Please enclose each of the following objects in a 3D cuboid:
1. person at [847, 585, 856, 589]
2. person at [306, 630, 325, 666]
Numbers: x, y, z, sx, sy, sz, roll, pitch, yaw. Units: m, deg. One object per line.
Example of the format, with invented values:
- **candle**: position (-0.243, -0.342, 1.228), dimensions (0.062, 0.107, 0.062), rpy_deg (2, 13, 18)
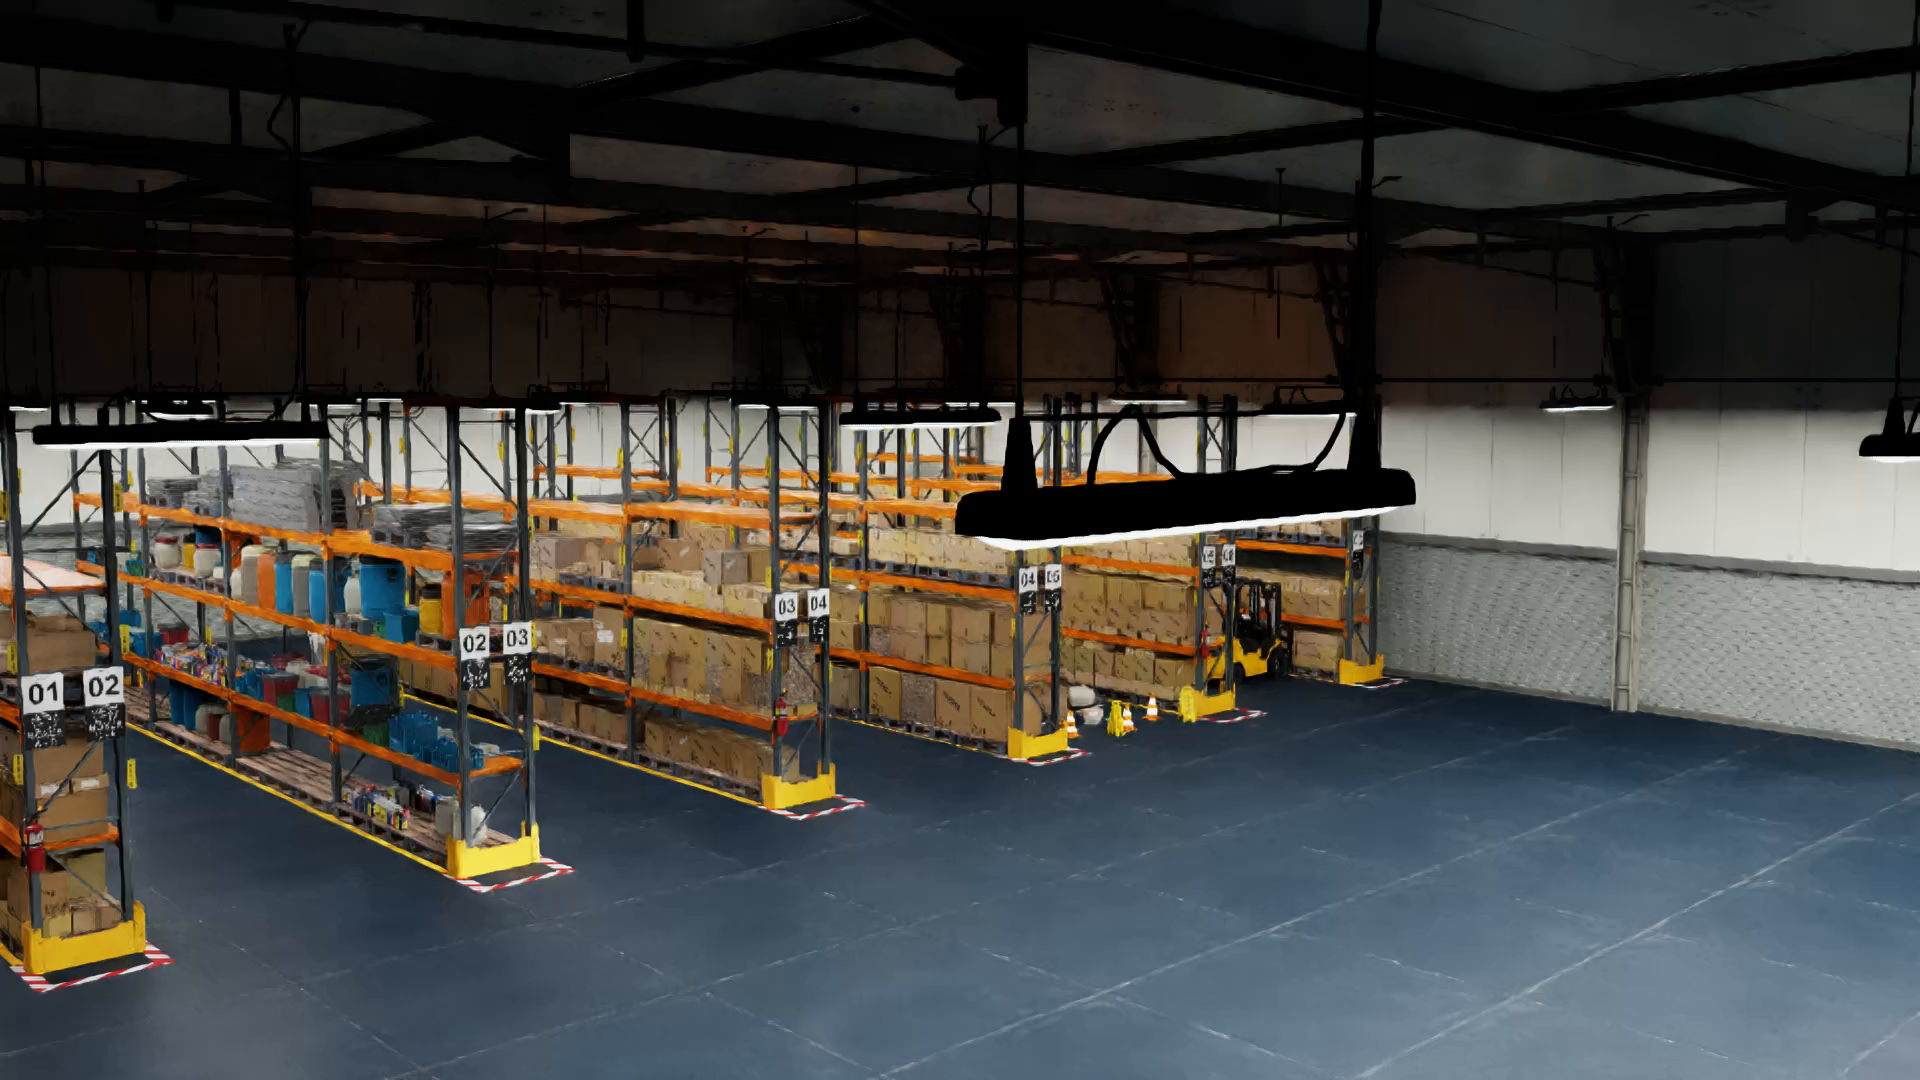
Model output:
- **person**: position (-2.446, 1.871, 36.903), dimensions (0.581, 1.768, 0.641), rpy_deg (-2, 6, -20)
- **person**: position (-13.289, 2.182, 34.224), dimensions (0.452, 1.677, 0.525), rpy_deg (-1, 6, -14)
